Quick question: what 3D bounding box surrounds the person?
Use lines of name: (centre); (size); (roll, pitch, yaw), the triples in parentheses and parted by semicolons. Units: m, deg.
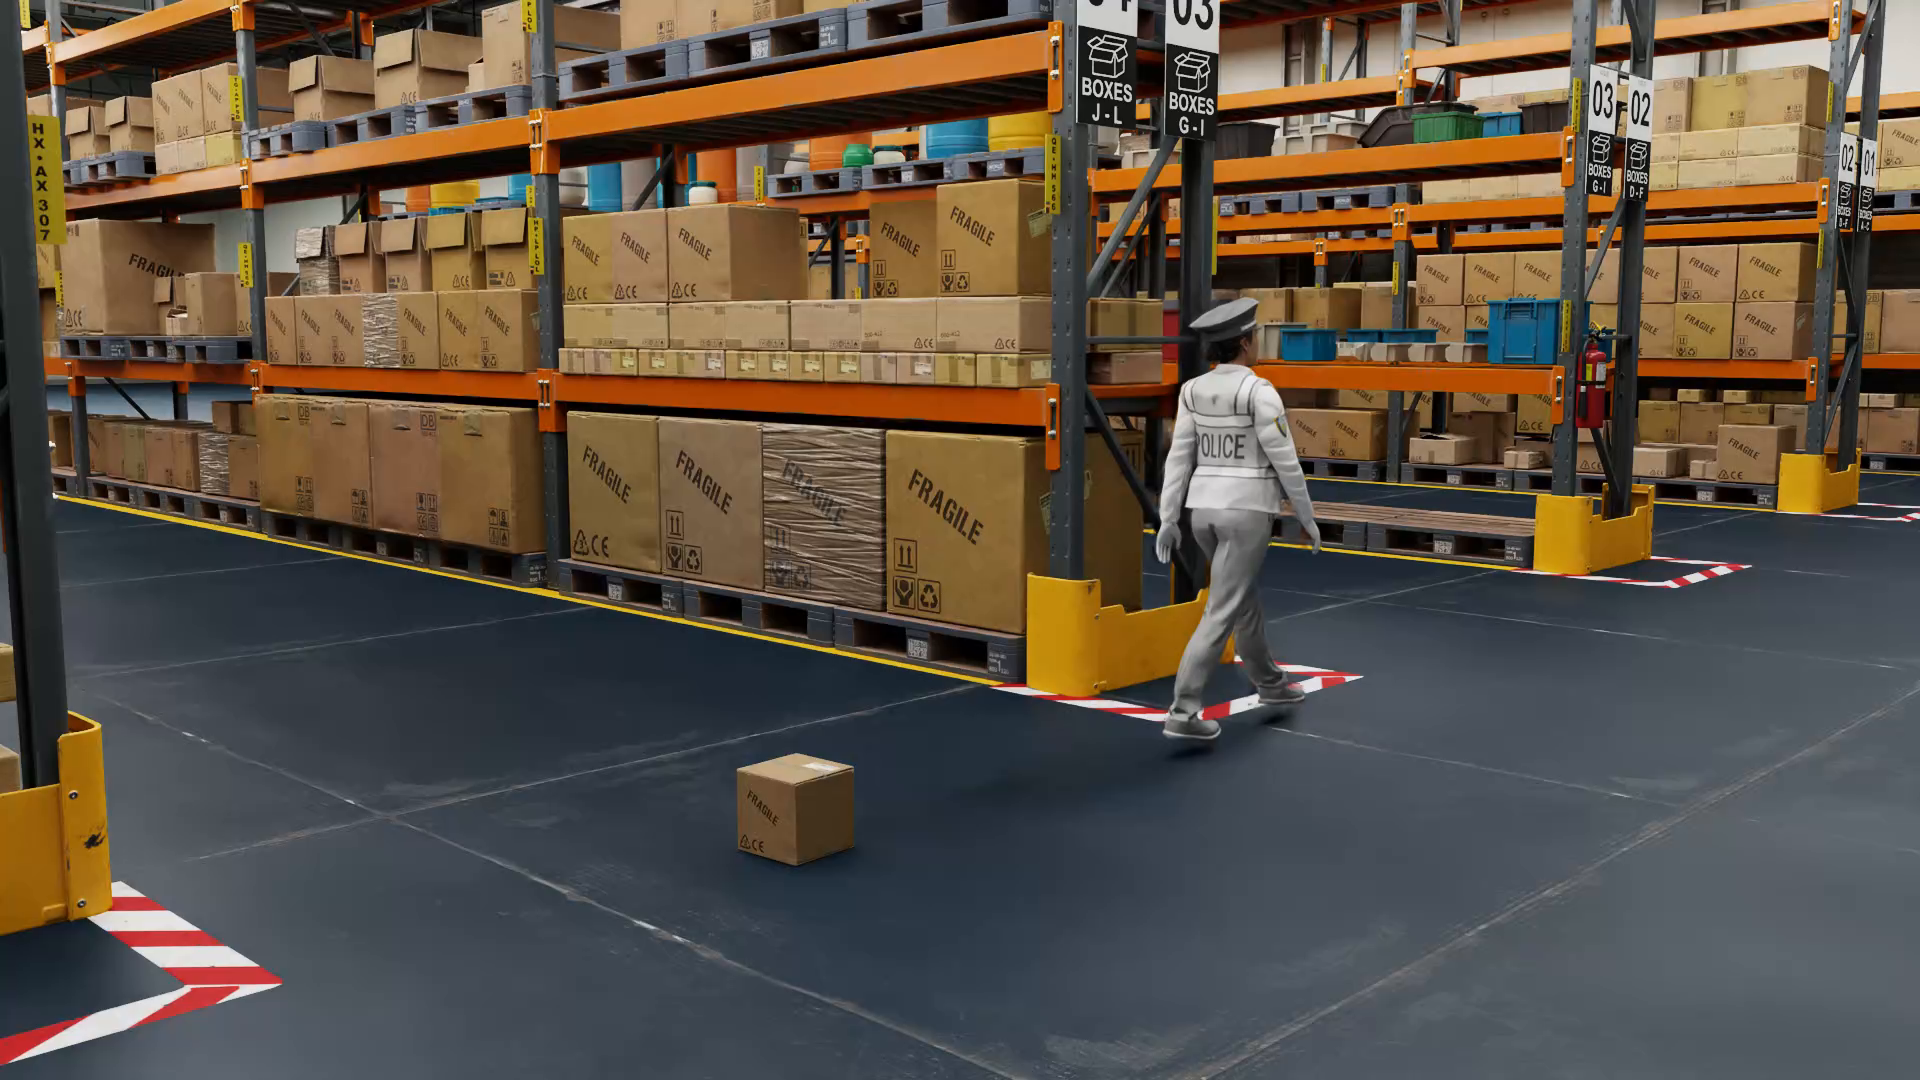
person: (1.104, -0.098, 6.312); (0.973, 1.636, 0.521); (-5, 9, -36)
